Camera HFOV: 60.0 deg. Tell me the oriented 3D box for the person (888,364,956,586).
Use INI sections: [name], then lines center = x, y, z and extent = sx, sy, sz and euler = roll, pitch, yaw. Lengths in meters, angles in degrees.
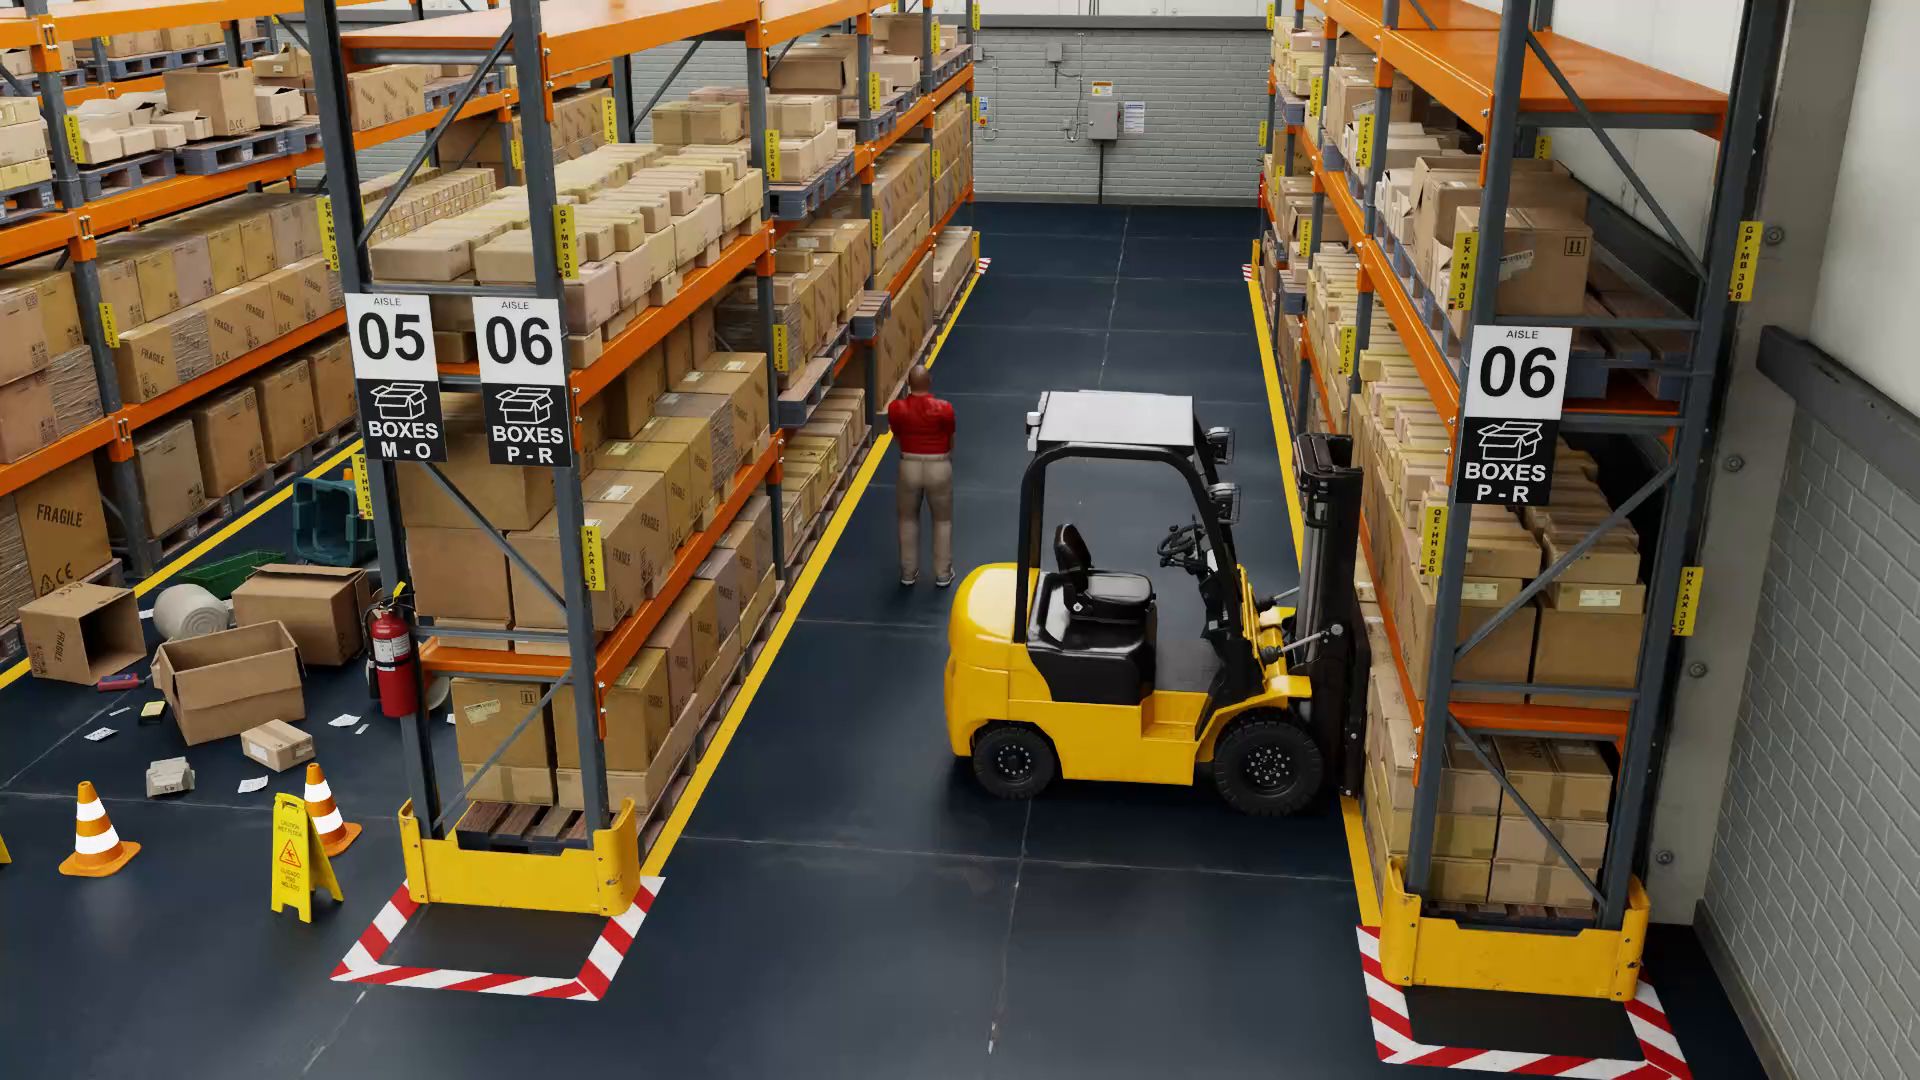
[person]
center = -0.270, -0.520, 12.471
extent = 0.495, 1.715, 0.530
euler = 2, 21, 5
